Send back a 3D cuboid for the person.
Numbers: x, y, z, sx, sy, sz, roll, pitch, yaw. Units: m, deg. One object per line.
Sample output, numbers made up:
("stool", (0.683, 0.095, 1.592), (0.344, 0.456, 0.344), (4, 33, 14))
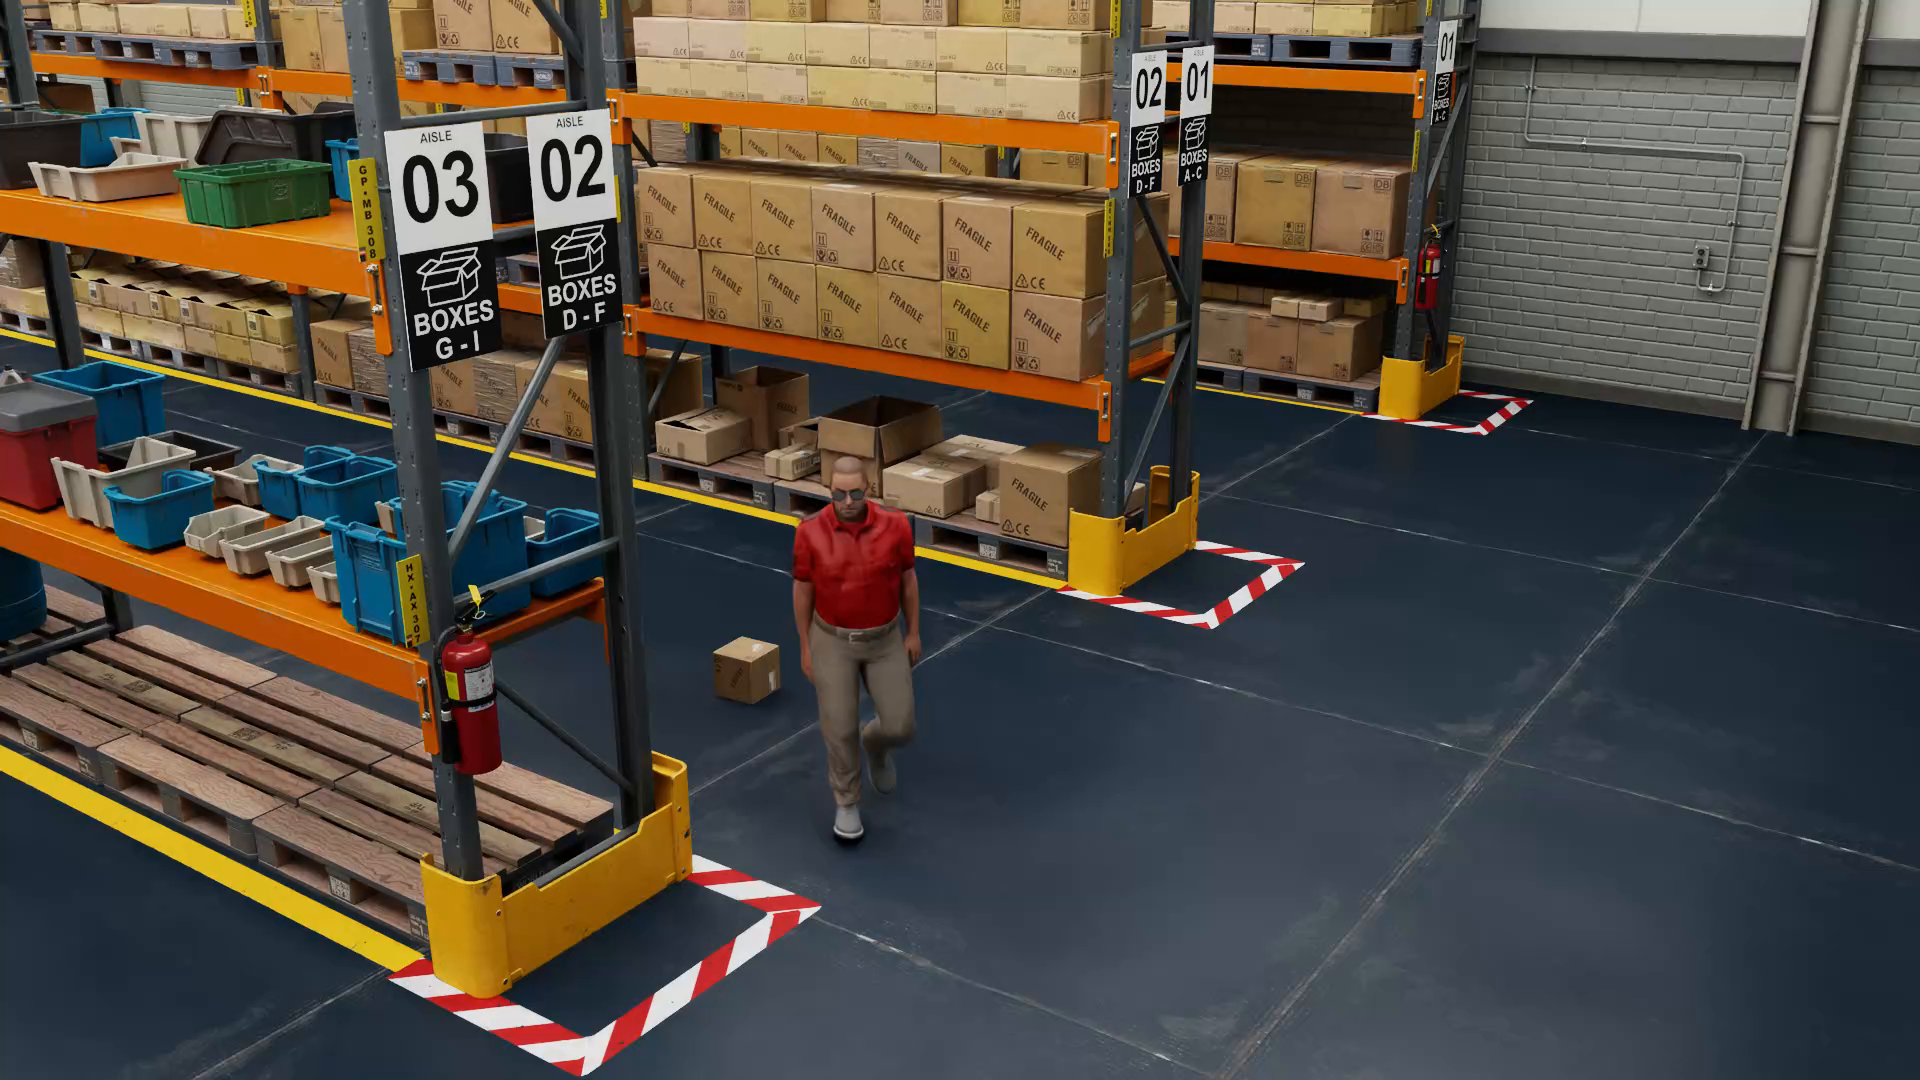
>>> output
("person", (-0.447, 0.432, 7.306), (0.562, 1.713, 0.556), (-4, 20, -10))
